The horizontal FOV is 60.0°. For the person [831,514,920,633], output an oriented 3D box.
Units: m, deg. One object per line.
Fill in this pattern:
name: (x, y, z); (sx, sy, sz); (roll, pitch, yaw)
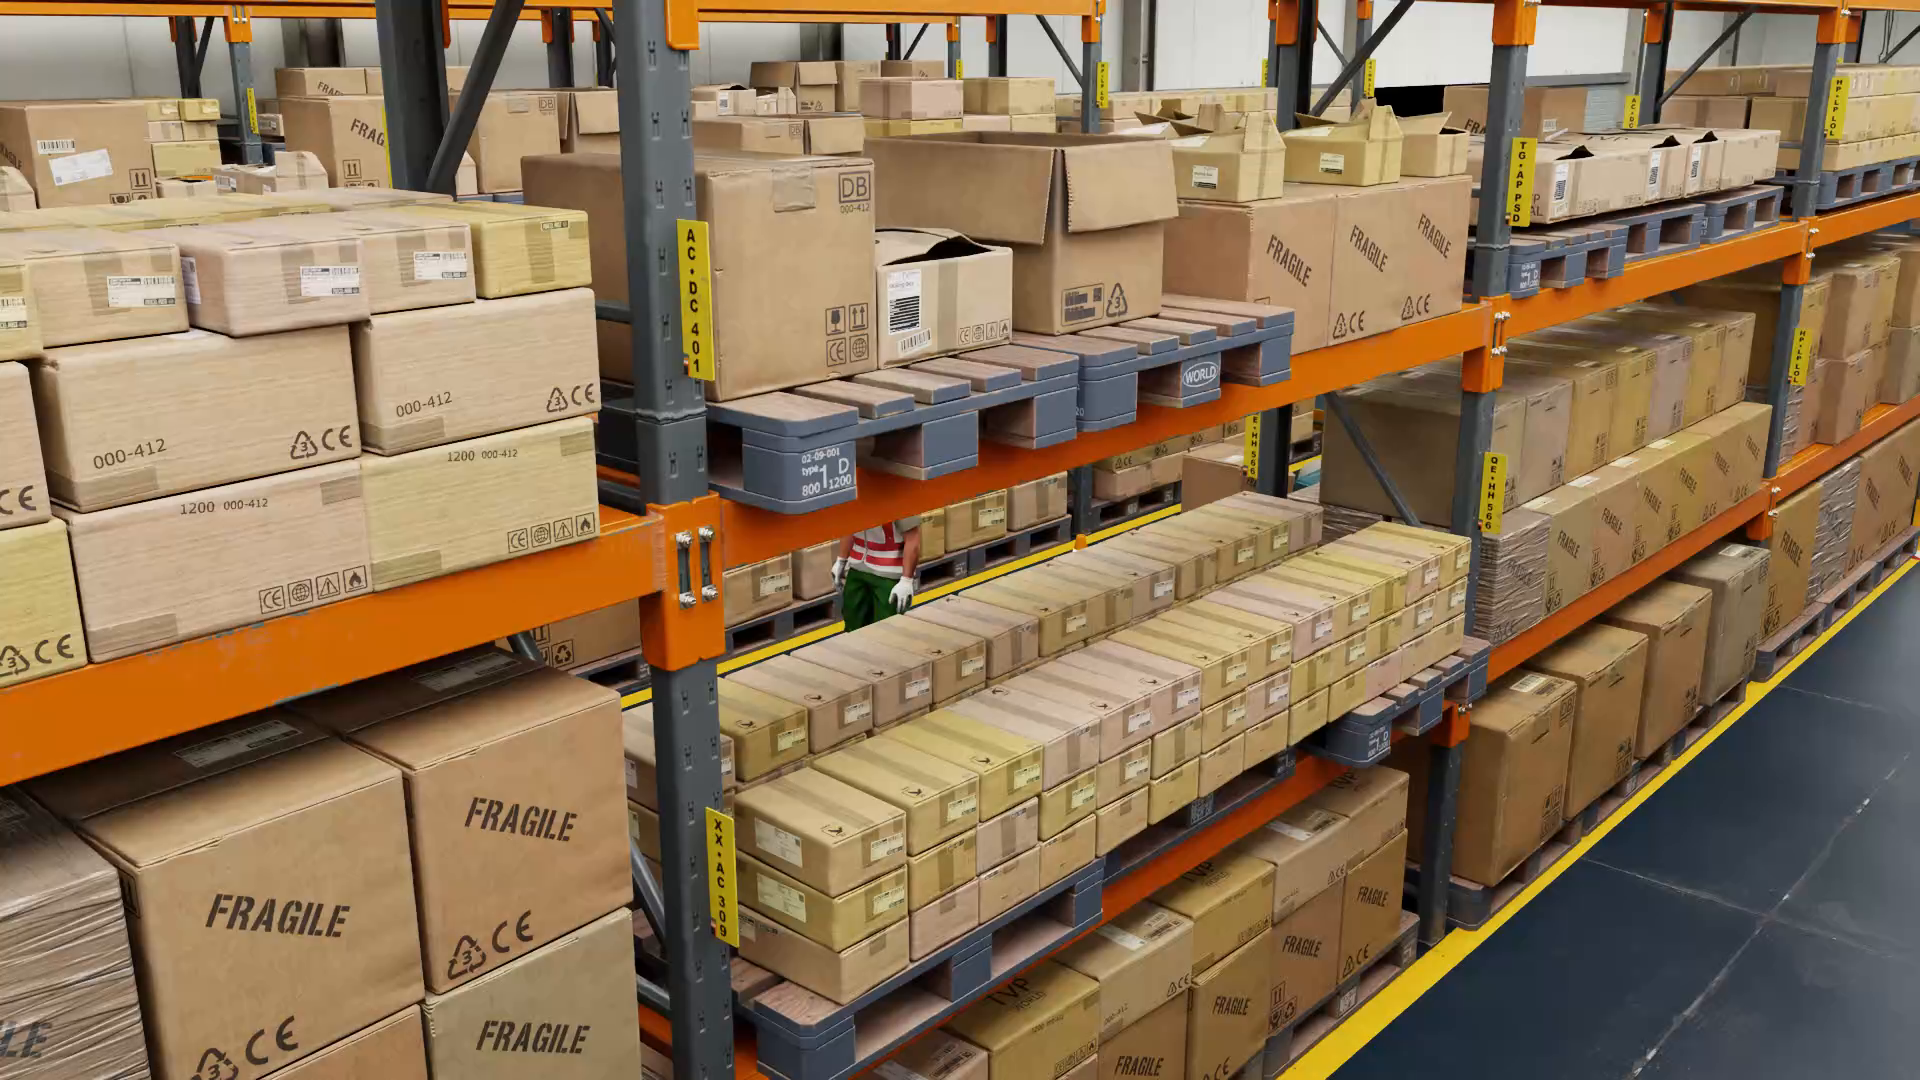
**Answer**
person: (-0.483, 0.204, 9.341); (0.608, 1.777, 0.449); (15, 22, 40)
